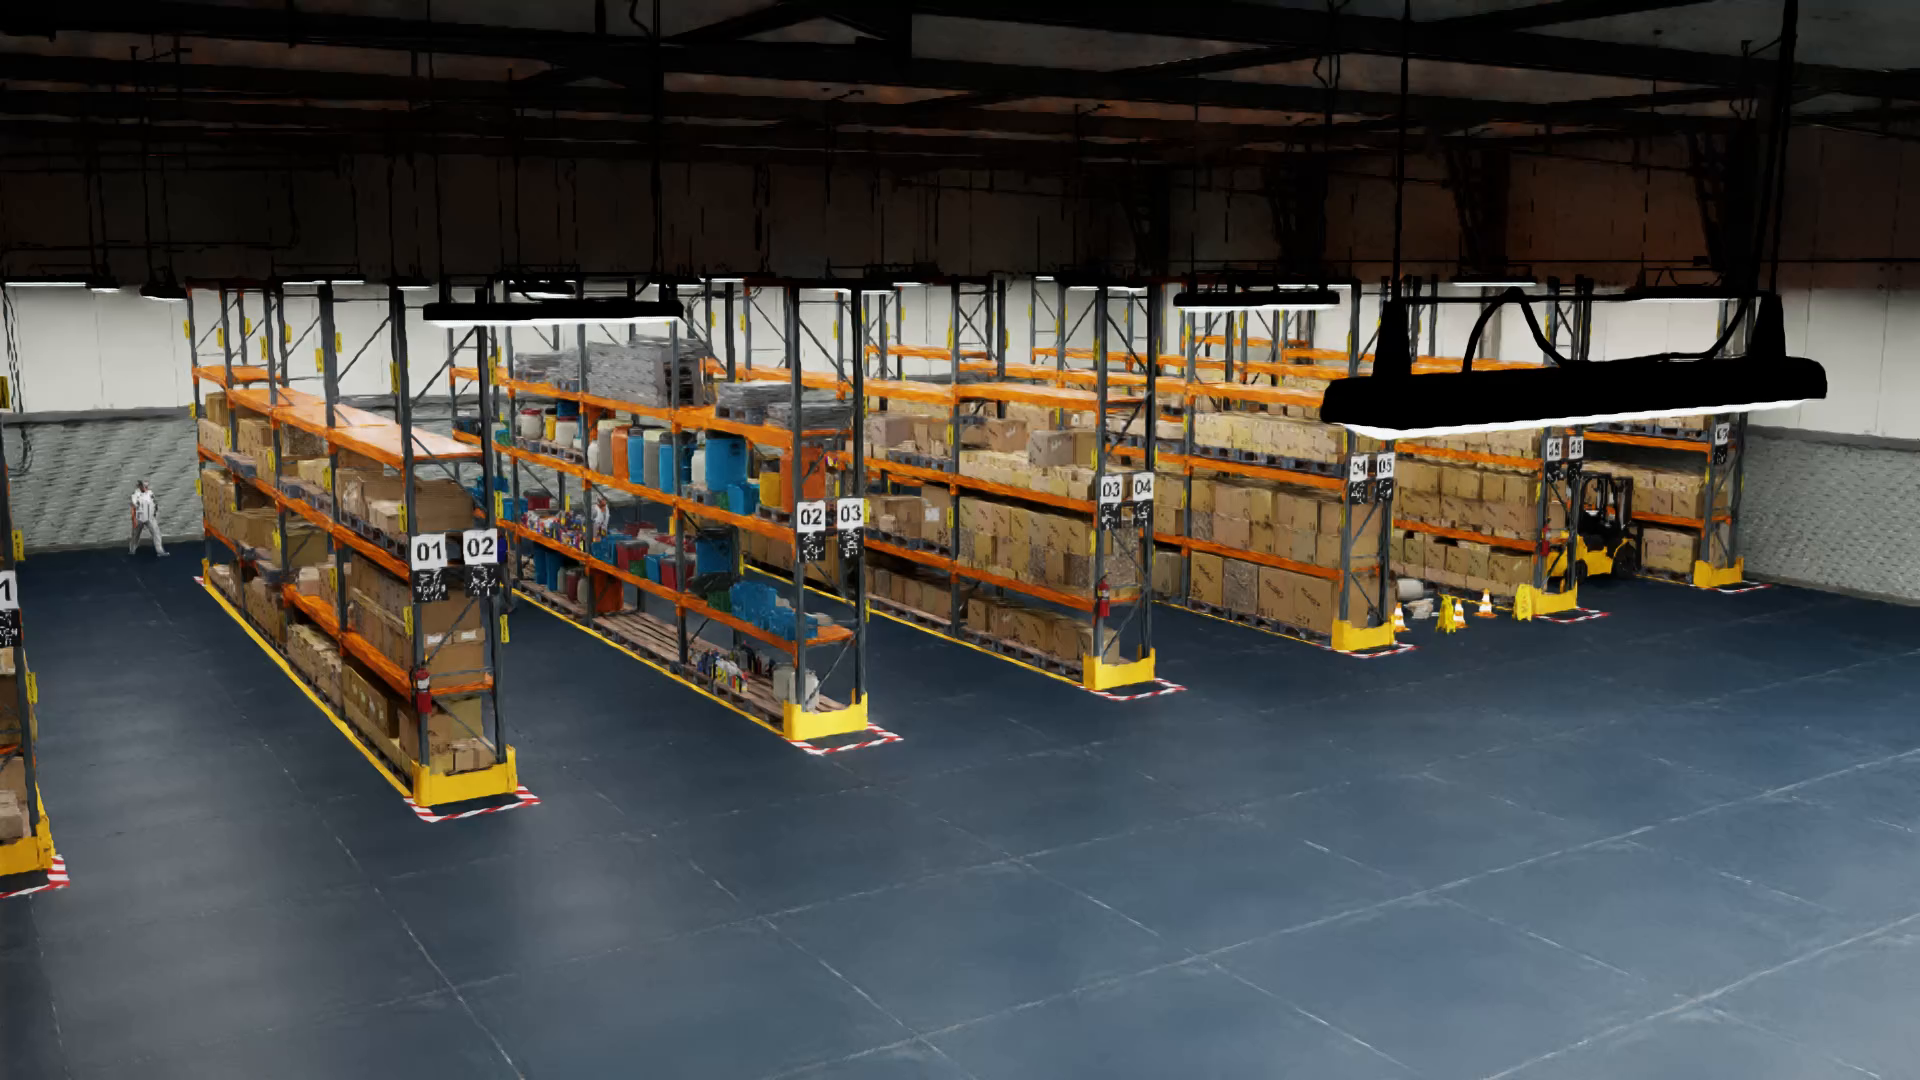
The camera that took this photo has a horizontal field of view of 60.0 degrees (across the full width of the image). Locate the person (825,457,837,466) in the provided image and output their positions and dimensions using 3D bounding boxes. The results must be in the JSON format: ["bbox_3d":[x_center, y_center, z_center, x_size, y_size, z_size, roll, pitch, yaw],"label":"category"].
[{"bbox_3d":[-3.207,-1.612,42.445,0.622,1.721,0.959,-1,10,-8],"label":"person"}]

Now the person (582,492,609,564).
[{"bbox_3d":[-7.290,-0.139,33.612,0.837,1.717,0.685,8,13,40],"label":"person"}]

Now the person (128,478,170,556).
[{"bbox_3d":[-17.558,-0.490,35.804,0.976,1.713,0.583,7,12,34],"label":"person"}]

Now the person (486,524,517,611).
[{"bbox_3d":[-8.439,0.536,30.295,0.447,1.473,1.088,-5,11,-29],"label":"person"}]
